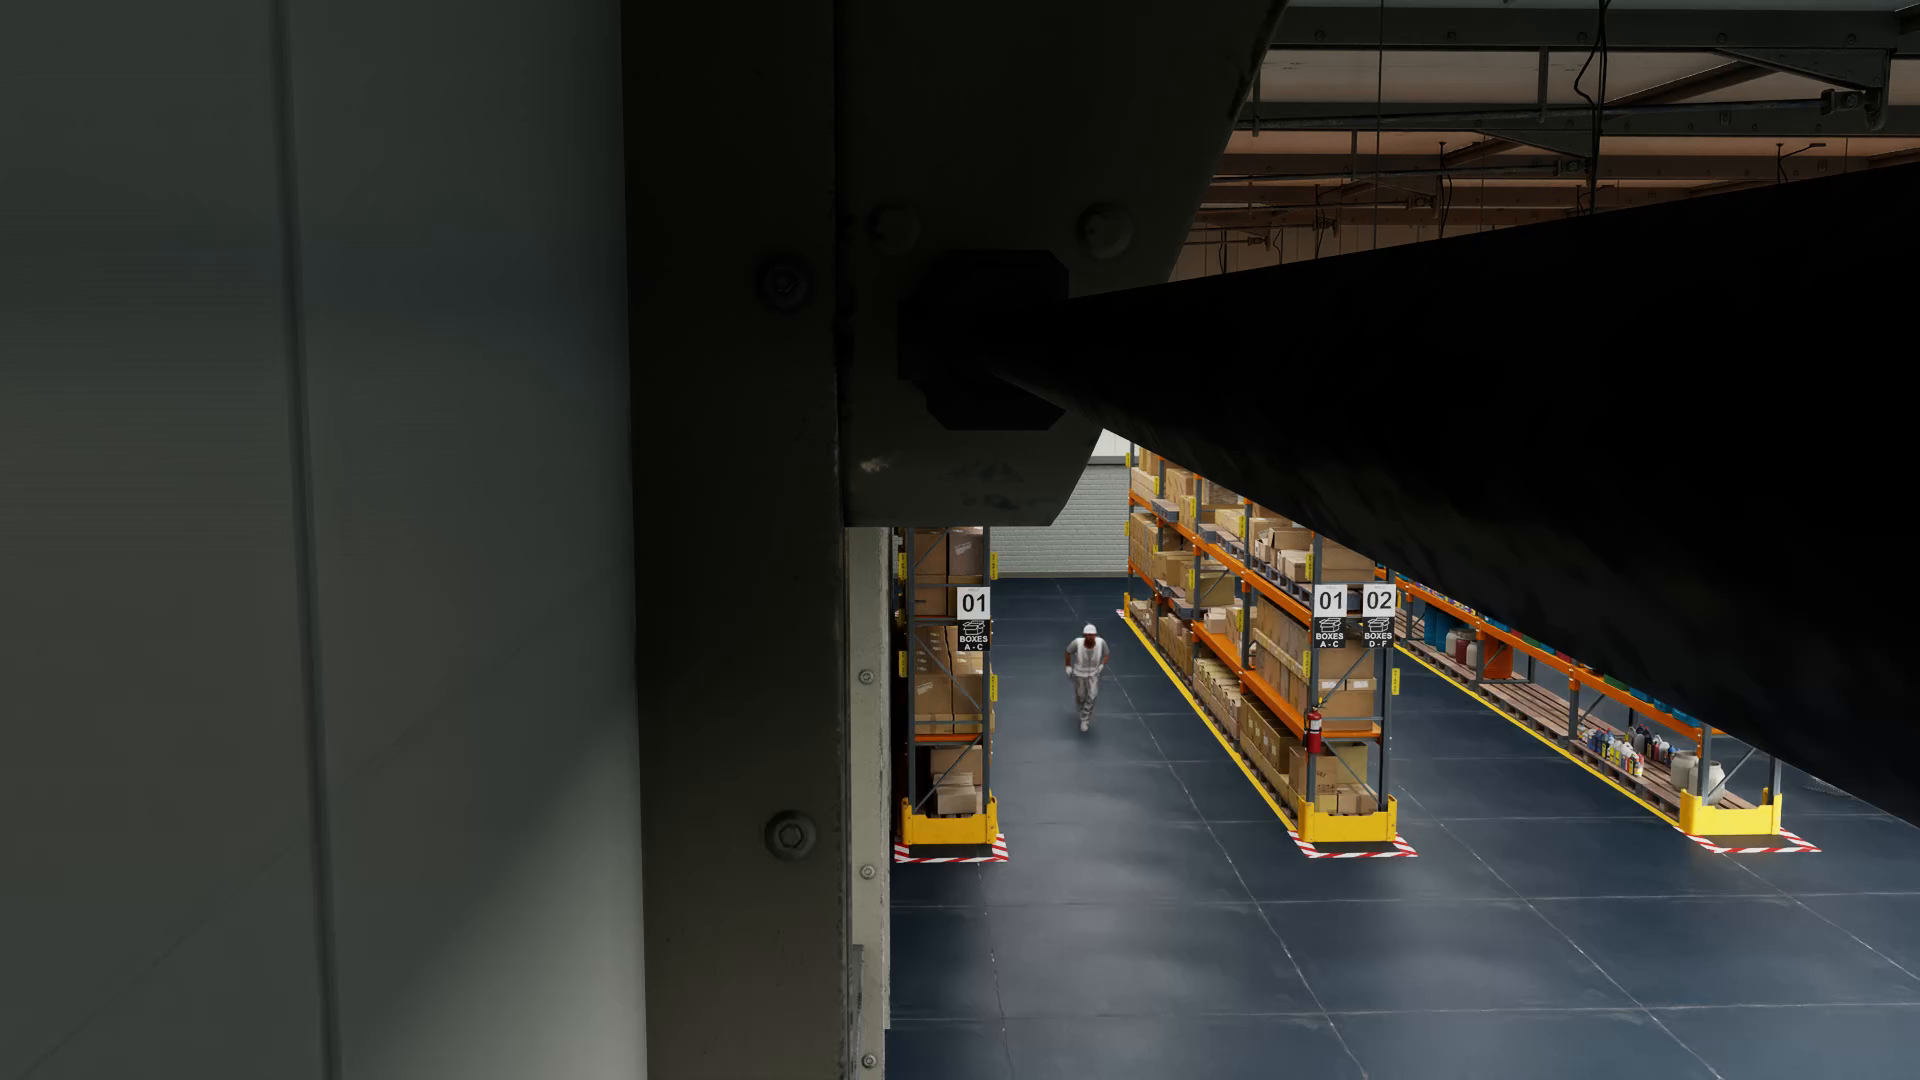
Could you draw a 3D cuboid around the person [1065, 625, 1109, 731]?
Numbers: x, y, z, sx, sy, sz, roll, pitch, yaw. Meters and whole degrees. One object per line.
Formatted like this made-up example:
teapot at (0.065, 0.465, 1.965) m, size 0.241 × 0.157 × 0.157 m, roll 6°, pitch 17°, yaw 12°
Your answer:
person at (2.004, 2.143, 26.300) m, size 0.678 × 1.710 × 0.815 m, roll -1°, pitch 7°, yaw -9°
